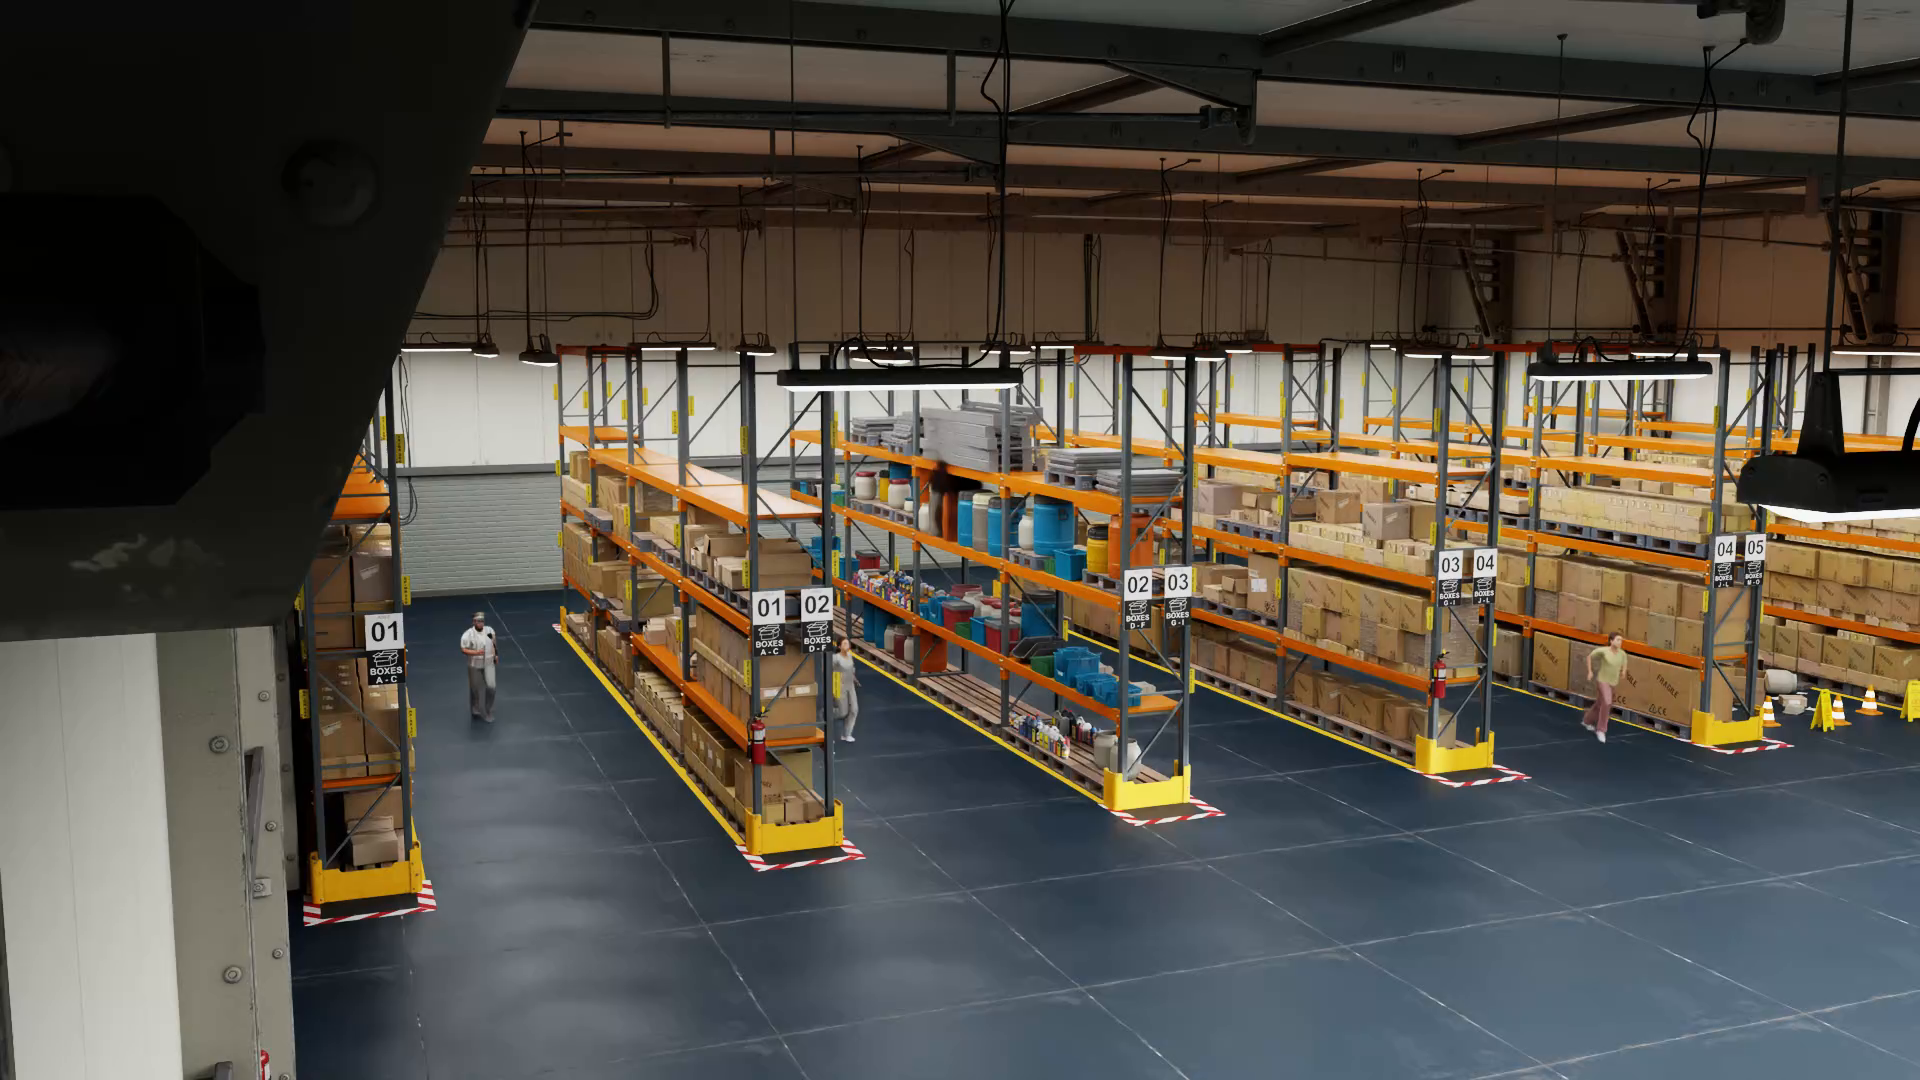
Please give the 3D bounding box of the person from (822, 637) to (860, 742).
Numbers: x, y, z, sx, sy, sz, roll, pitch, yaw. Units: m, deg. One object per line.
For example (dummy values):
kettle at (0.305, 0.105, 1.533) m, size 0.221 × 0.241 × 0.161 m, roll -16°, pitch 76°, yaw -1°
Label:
person at (-1.839, 2.280, 25.671) m, size 0.573 × 1.621 × 0.694 m, roll -7°, pitch 10°, yaw -43°

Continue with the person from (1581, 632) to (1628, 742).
person at (10.002, 2.242, 25.764) m, size 0.633 × 1.607 × 0.867 m, roll -2°, pitch 7°, yaw -14°

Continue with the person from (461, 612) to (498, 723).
person at (-7.761, 2.054, 26.910) m, size 0.613 × 1.838 × 0.855 m, roll -4°, pitch 8°, yaw -26°
